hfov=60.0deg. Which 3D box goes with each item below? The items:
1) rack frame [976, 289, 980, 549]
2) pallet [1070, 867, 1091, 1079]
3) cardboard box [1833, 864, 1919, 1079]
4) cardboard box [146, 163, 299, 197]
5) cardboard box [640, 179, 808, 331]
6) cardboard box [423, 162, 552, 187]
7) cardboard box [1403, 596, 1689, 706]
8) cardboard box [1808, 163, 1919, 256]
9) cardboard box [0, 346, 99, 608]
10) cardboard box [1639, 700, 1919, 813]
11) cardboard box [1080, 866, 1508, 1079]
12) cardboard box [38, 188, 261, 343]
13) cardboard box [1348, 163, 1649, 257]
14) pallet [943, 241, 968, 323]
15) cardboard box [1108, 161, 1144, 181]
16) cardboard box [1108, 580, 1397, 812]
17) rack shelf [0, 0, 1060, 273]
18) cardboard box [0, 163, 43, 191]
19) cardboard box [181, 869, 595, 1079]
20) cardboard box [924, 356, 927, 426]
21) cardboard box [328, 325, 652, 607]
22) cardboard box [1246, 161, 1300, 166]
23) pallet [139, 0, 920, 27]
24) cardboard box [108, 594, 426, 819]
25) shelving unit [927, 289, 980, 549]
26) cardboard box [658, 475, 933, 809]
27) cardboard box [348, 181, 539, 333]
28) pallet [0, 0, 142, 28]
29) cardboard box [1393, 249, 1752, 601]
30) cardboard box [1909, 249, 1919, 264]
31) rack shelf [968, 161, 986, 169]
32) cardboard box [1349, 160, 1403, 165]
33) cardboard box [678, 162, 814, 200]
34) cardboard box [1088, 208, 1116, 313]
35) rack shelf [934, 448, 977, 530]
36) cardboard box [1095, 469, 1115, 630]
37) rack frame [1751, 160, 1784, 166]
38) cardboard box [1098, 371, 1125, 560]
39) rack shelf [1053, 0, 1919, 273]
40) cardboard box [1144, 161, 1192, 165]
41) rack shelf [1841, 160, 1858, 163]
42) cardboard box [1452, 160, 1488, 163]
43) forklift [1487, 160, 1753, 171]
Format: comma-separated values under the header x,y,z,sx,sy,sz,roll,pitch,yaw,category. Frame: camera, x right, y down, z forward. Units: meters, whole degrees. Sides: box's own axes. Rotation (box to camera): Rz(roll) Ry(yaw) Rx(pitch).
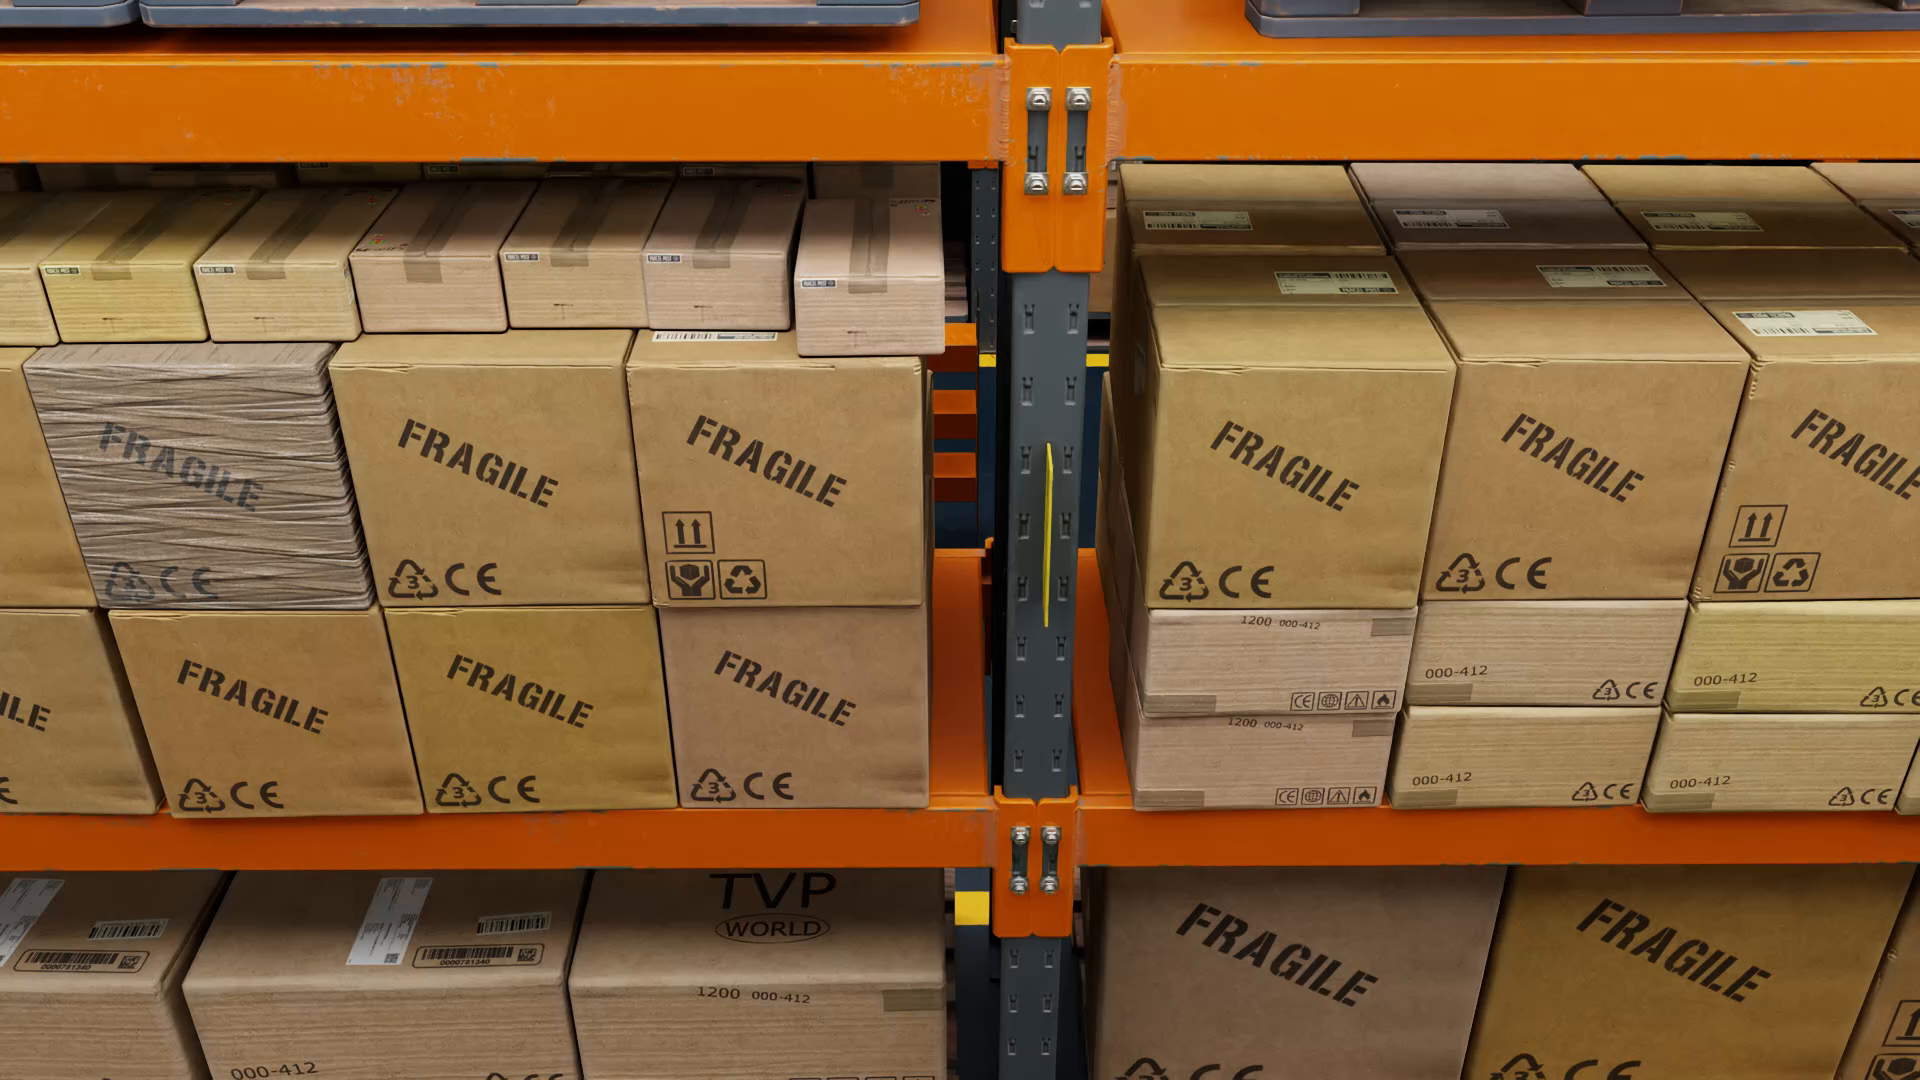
x,y,z,sx,sy,sz,roll,pitch,yaw,category
0.069,-0.449,6.478,0.008,1.050,0.200,0,31,0,rack frame
0.922,1.261,4.469,1.213,0.211,1.003,0,31,0,pallet
2.567,0.786,4.206,0.875,0.875,0.875,0,31,0,cardboard box
-1.444,-0.741,3.394,0.250,0.149,0.380,0,31,0,cardboard box
-0.420,-0.527,3.041,0.250,0.149,0.380,1,31,1,cardboard box
-0.927,-0.770,3.442,0.250,0.149,0.380,0,31,-1,cardboard box
1.113,0.089,3.374,0.500,0.250,0.500,0,31,0,cardboard box
2.138,-0.498,3.619,0.500,0.500,0.500,0,31,1,cardboard box
-1.838,-0.214,3.151,0.500,0.500,0.500,0,31,0,cardboard box
1.622,0.314,3.485,0.500,0.250,0.500,0,31,-1,cardboard box
0.770,0.795,4.191,0.875,0.875,0.875,1,31,1,cardboard box
-1.434,-0.500,2.997,0.250,0.149,0.380,-1,31,-1,cardboard box
1.113,-0.497,3.618,0.500,0.500,0.500,0,31,1,cardboard box
-0.570,-1.271,8.641,1.213,0.211,1.003,0,31,0,pallet
0.737,-1.869,8.031,0.250,0.149,0.380,-2,31,-3,cardboard box
0.592,0.310,3.493,0.500,0.250,0.500,-1,31,-1,cardboard box
-1.849,-0.859,3.075,4.000,0.370,1.077,0,31,0,rack shelf
-1.954,-0.754,3.415,0.250,0.149,0.380,1,31,1,cardboard box
-1.373,0.975,4.316,0.875,0.438,0.875,-1,31,-2,cardboard box
-0.327,-0.484,3.596,0.500,0.500,0.500,0,31,0,cardboard box
-0.827,-0.218,3.158,0.500,0.500,0.500,-1,31,-1,cardboard box
1.534,-1.753,8.127,0.250,0.149,0.380,0,31,0,cardboard box
-0.668,-1.137,2.927,1.213,0.211,1.003,0,31,0,pallet
-1.329,0.215,3.408,0.500,0.500,0.500,-1,31,-1,cardboard box
-0.054,-0.449,6.477,0.252,1.050,0.215,0,31,0,shelving unit
-0.312,0.201,3.430,0.500,0.500,0.500,0,31,0,cardboard box
-0.922,-0.521,3.032,0.250,0.149,0.380,0,31,-1,cardboard box
-1.885,-1.135,2.923,1.213,0.211,1.003,0,31,0,pallet
1.101,-0.228,3.175,0.500,0.500,0.500,0,31,-1,cardboard box
2.119,-0.234,3.183,0.500,0.500,0.500,-1,31,-1,cardboard box
-1.883,-2.151,8.097,4.000,0.370,1.077,0,31,0,rack shelf
2.052,-1.769,8.153,0.250,0.149,0.380,0,31,0,cardboard box
-0.423,-0.762,3.429,0.250,0.149,0.380,0,31,0,cardboard box
0.602,-1.460,8.270,0.500,0.500,0.500,1,31,2,cardboard box
-0.054,-0.202,6.627,0.240,0.259,0.215,0,31,0,rack shelf
0.598,0.042,3.934,0.500,0.250,0.500,-1,31,-1,cardboard box
4.117,-2.477,7.941,0.127,3.000,1.000,0,31,0,rack frame
0.590,-0.167,3.796,0.500,0.250,0.500,0,31,0,cardboard box
2.150,-0.871,3.096,4.000,0.370,1.077,0,31,0,rack shelf
1.010,-1.764,8.145,0.250,0.149,0.380,-2,31,-3,cardboard box
6.117,-2.176,8.138,4.000,0.370,1.077,0,31,0,rack shelf
2.574,-1.759,8.138,0.250,0.149,0.380,-1,31,-1,cardboard box
2.767,-1.312,6.086,3.031,2.935,1.130,-2,31,-4,forklift
